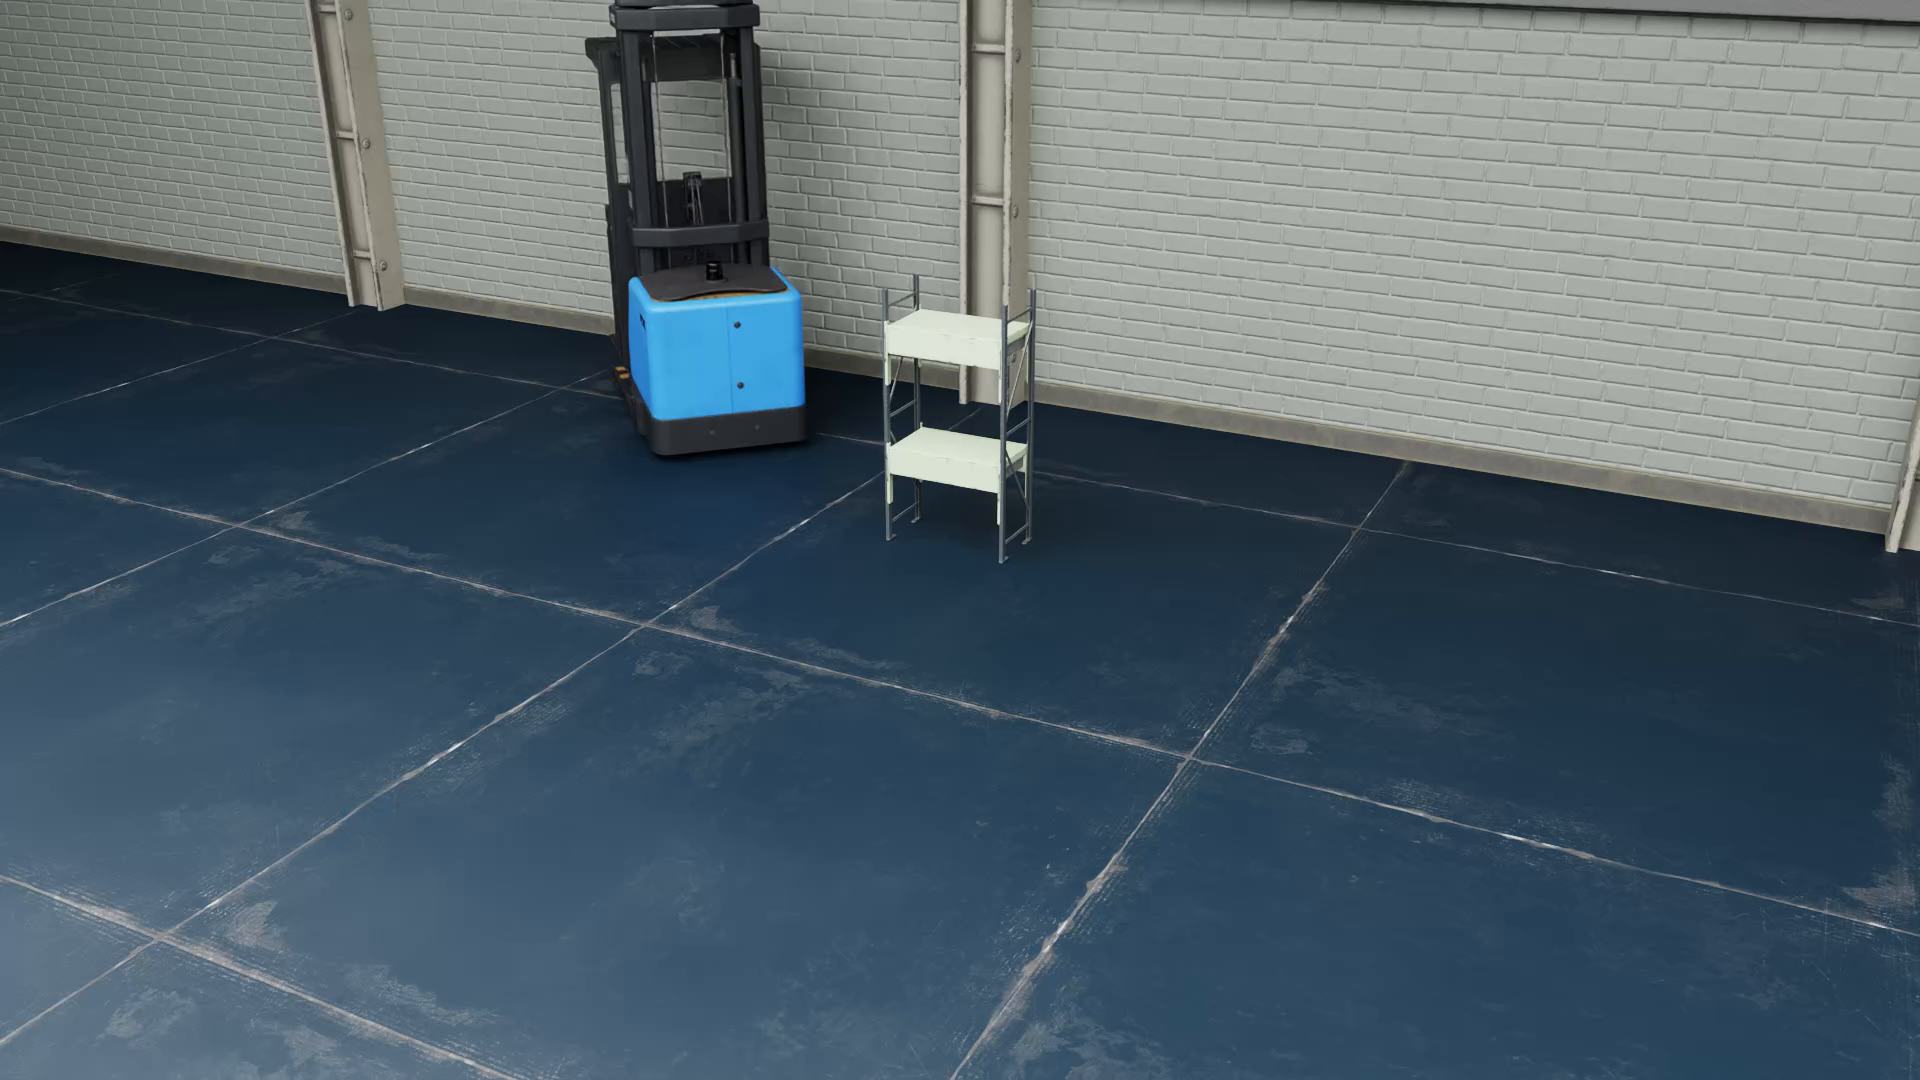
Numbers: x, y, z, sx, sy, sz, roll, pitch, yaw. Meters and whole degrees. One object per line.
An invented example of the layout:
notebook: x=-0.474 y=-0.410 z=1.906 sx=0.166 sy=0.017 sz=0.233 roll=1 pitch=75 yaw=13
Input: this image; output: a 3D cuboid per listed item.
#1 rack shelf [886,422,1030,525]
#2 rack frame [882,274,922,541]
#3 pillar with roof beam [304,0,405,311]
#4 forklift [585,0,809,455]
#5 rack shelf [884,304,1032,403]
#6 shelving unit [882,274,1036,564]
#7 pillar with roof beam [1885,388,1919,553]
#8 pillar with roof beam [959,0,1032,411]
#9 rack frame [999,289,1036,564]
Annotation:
rack shelf: x=-0.006 y=-0.391 z=9.587 sx=0.720 sy=0.370 sz=0.431 roll=11 pitch=25 yaw=25
rack frame: x=-0.333 y=-0.756 z=9.611 sx=0.023 sy=1.500 sz=0.400 roll=11 pitch=25 yaw=25
pillar with roof beam: x=-7.060 y=-4.712 z=9.331 sx=0.400 sy=9.000 sz=9.100 roll=11 pitch=25 yaw=25
forklift: x=-1.965 y=-2.451 z=11.768 sx=1.130 sy=2.935 sz=3.031 roll=-7 pitch=24 yaw=-17
rack shelf: x=-0.006 y=-1.050 z=9.306 sx=0.720 sy=0.370 sz=0.431 roll=11 pitch=25 yaw=25
shelving unit: x=-0.006 y=-0.691 z=9.459 sx=0.755 sy=1.500 sz=0.431 roll=11 pitch=25 yaw=25
pillar with roof beam: x=3.649 y=-2.593 z=4.348 sx=0.400 sy=9.000 sz=9.100 roll=11 pitch=25 yaw=25
pillar with roof beam: x=-1.705 y=-3.652 z=6.839 sx=0.400 sy=9.000 sz=9.100 roll=11 pitch=25 yaw=25
rack frame: x=0.321 y=-0.627 z=9.307 sx=0.023 sy=1.500 sz=0.400 roll=11 pitch=25 yaw=25
